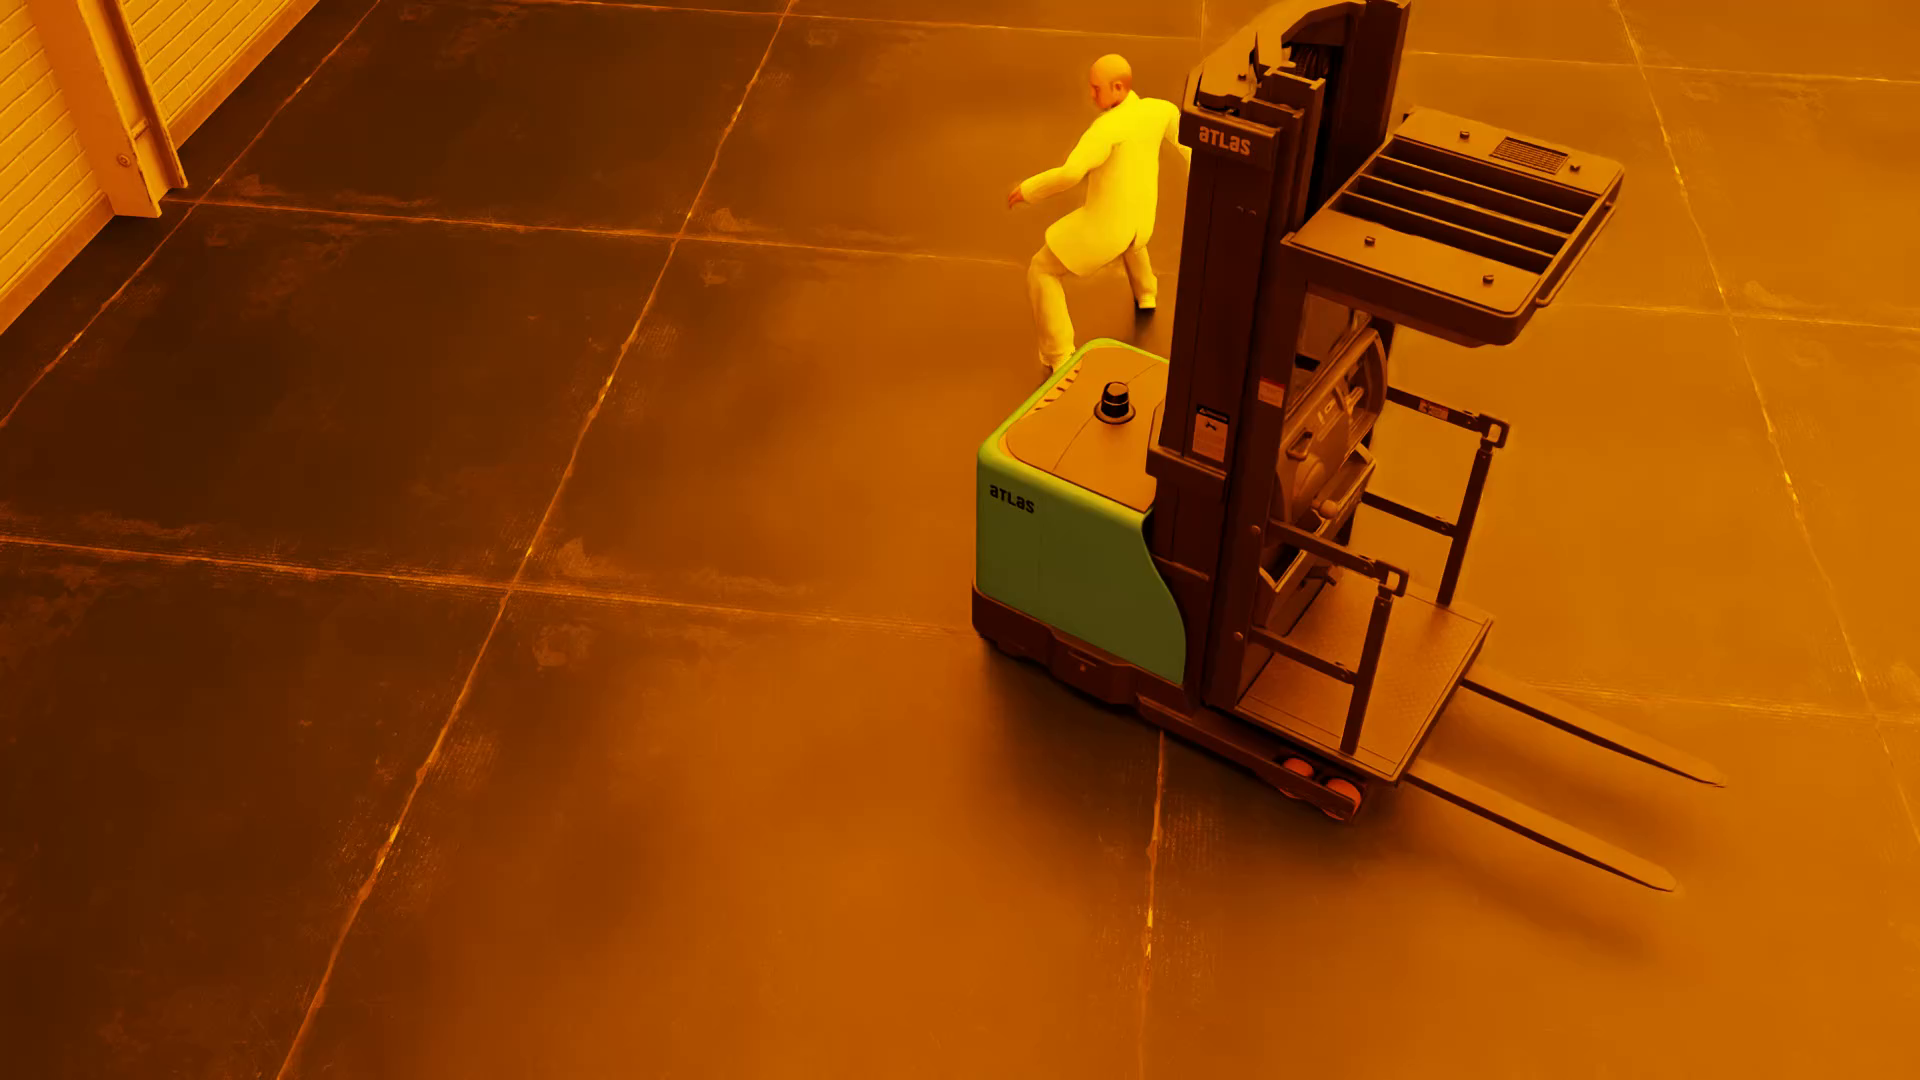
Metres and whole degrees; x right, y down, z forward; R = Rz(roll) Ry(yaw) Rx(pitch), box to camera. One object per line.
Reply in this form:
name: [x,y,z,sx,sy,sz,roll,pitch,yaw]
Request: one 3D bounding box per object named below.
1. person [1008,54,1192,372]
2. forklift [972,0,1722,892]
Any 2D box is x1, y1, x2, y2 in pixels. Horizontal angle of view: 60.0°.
person: [0.843,-1.690,8.606,1.218,1.701,0.592,-27,49,-26]
forklift: [1.562,-0.372,6.130,3.031,2.935,1.130,24,48,24]
